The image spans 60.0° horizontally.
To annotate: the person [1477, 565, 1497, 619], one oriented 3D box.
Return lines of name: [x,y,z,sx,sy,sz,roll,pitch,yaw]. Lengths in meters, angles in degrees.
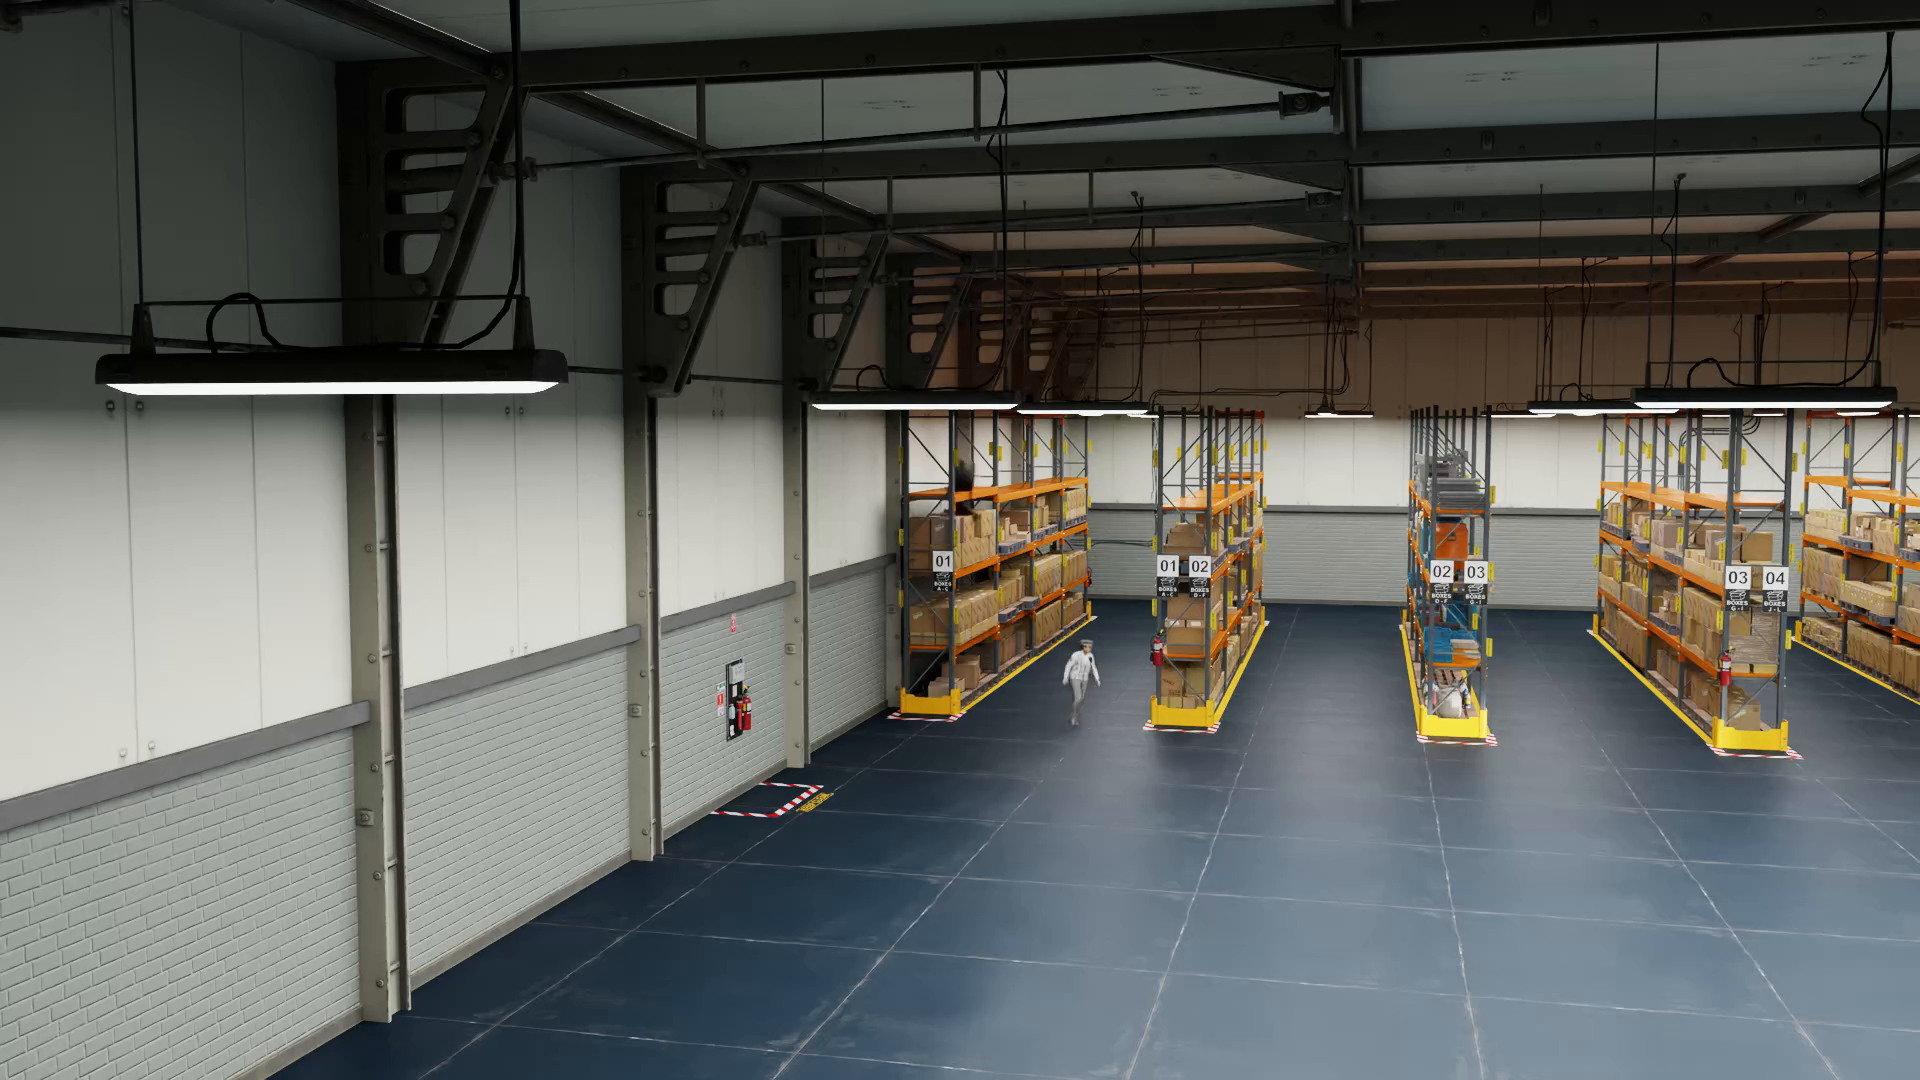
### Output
person: [15.125,1.494,48.076,0.687,1.576,0.874,-4,6,-44]

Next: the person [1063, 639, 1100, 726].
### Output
person: [2.282,2.671,31.484,0.592,1.621,0.703,-2,5,-29]
